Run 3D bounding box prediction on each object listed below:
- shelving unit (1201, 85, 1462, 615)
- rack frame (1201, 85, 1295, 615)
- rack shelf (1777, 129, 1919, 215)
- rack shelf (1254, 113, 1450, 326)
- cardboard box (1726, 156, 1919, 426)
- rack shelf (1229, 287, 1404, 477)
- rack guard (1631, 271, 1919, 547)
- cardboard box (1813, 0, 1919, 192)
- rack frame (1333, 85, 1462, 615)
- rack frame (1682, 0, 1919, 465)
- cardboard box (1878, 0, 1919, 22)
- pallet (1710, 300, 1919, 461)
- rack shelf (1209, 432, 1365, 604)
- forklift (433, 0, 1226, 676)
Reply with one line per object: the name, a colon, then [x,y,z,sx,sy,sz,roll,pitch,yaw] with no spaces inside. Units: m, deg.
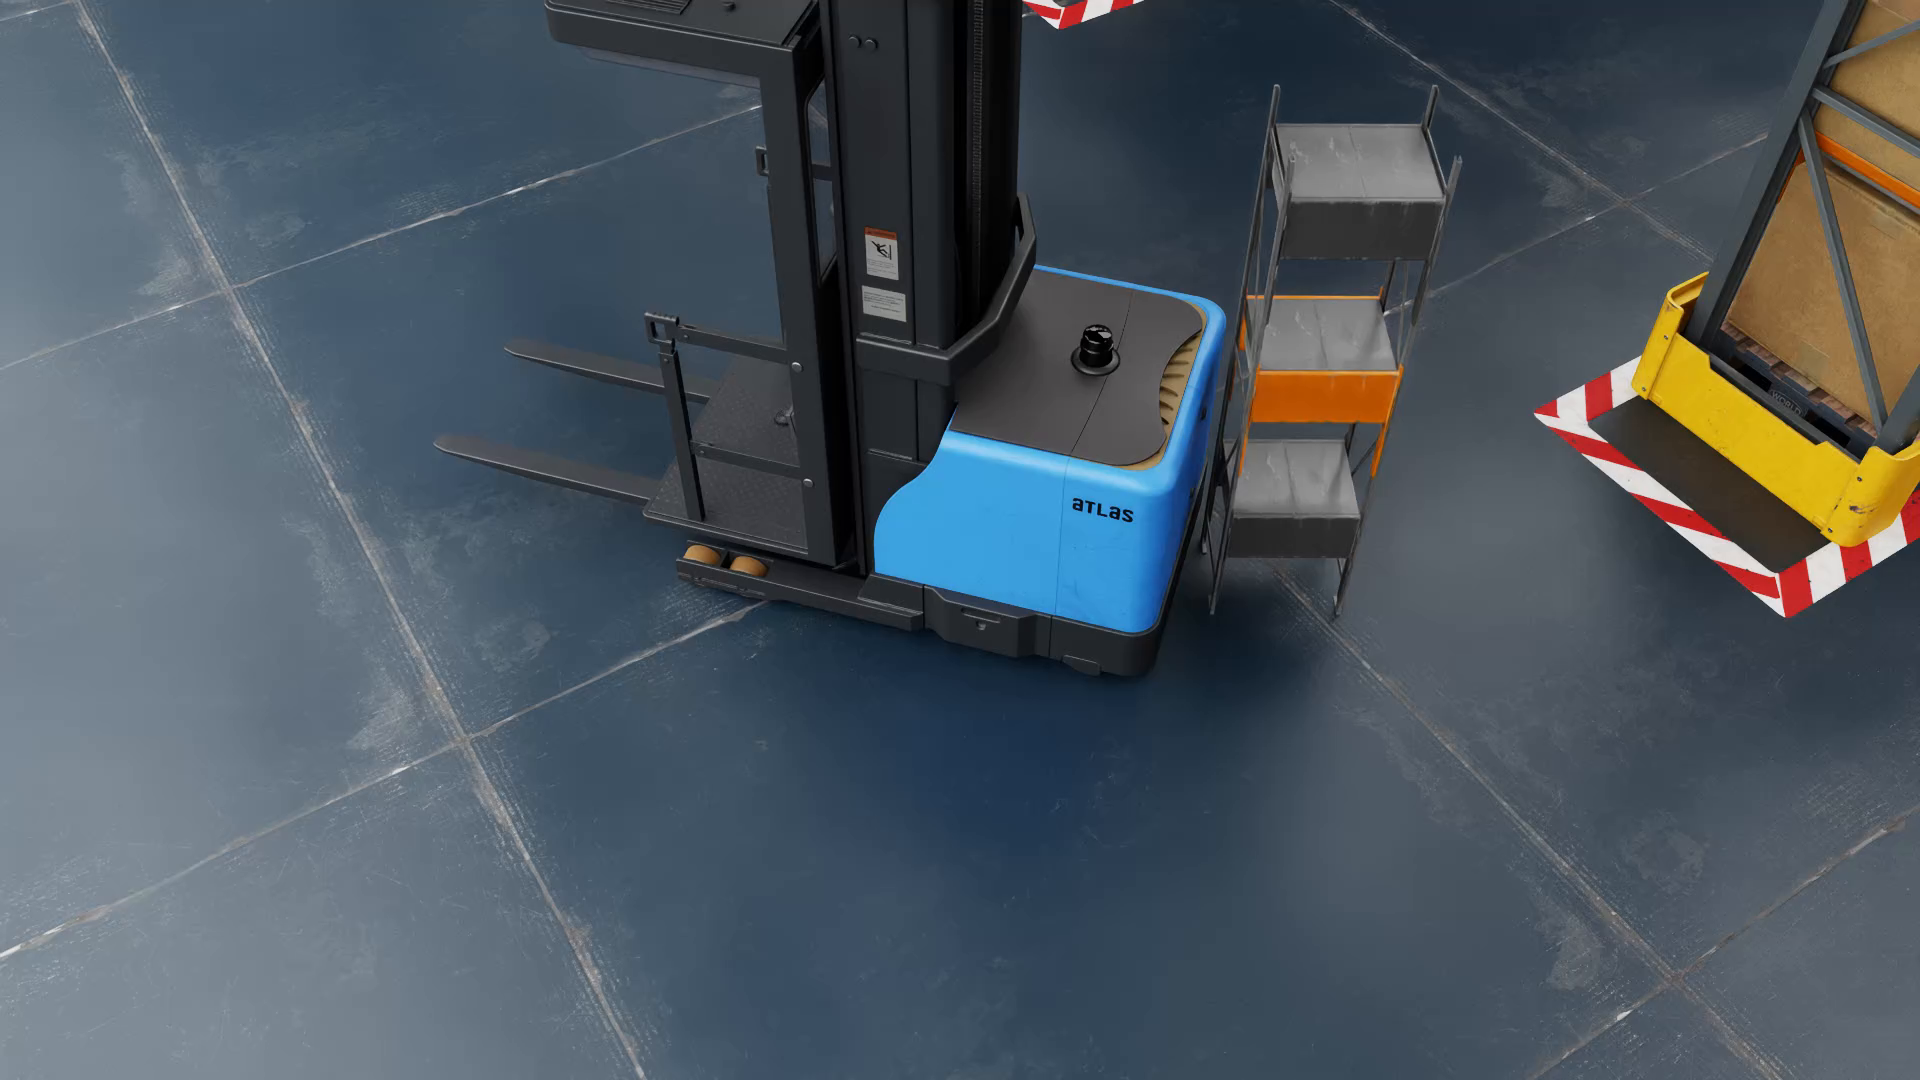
shelving unit: [1.221,-0.557,5.786,0.503,2.100,0.431,0,48,0]
rack frame: [0.977,-0.559,5.787,0.015,2.100,0.400,0,48,0]
rack shelf: [5.091,-1.954,6.909,4.000,0.370,1.077,-25,53,-21]
rack shelf: [1.221,-1.014,5.273,0.480,0.518,0.431,0,48,0]
cardboard box: [3.937,-1.141,6.845,0.875,0.875,0.875,-25,53,-21]
rack shelf: [1.221,-0.548,5.796,0.480,0.518,0.431,0,48,0]
rack guard: [3.379,-0.555,6.855,0.348,0.500,1.175,-25,53,-21]
cardboard box: [3.689,-1.623,6.031,0.550,0.550,0.875,-25,53,-21]
rack frame: [1.465,-0.556,5.785,0.015,2.100,0.400,0,48,0]
rack frame: [3.399,-1.396,5.930,0.127,3.000,1.000,-25,53,-21]
cardboard box: [3.734,-1.929,5.581,0.550,0.550,0.875,-25,53,-21]
pallet: [4.034,-0.837,7.299,1.213,0.211,1.003,-25,53,-21]
rack shelf: [1.221,-0.083,6.319,0.480,0.518,0.431,0,48,0]
forklift: [-0.595,-1.114,5.724,3.031,2.935,1.130,13,50,11]
